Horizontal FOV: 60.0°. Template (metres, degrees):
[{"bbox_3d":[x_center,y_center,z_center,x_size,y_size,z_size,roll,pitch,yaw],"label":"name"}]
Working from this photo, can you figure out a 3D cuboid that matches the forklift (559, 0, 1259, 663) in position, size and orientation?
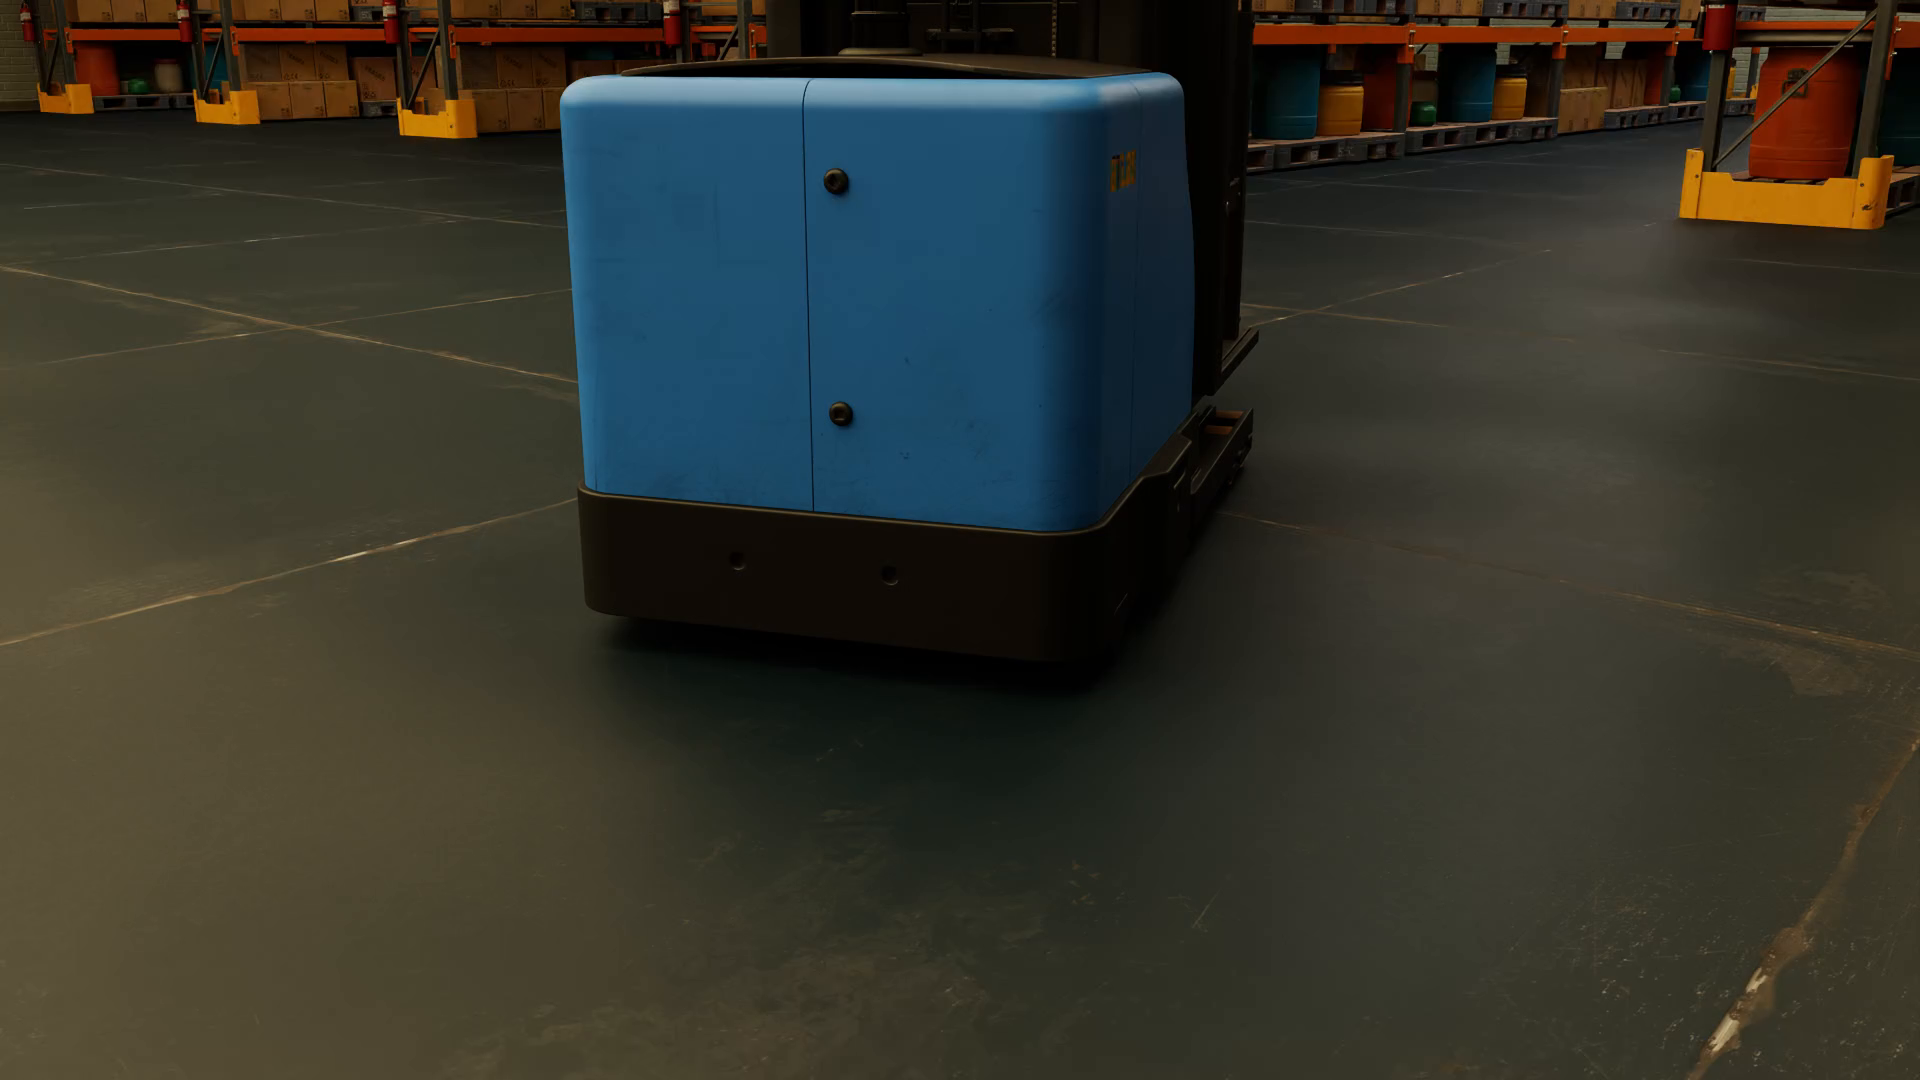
[{"bbox_3d":[0.182,-1.571,4.072,1.130,2.935,3.031,5,18,17],"label":"forklift"}]
